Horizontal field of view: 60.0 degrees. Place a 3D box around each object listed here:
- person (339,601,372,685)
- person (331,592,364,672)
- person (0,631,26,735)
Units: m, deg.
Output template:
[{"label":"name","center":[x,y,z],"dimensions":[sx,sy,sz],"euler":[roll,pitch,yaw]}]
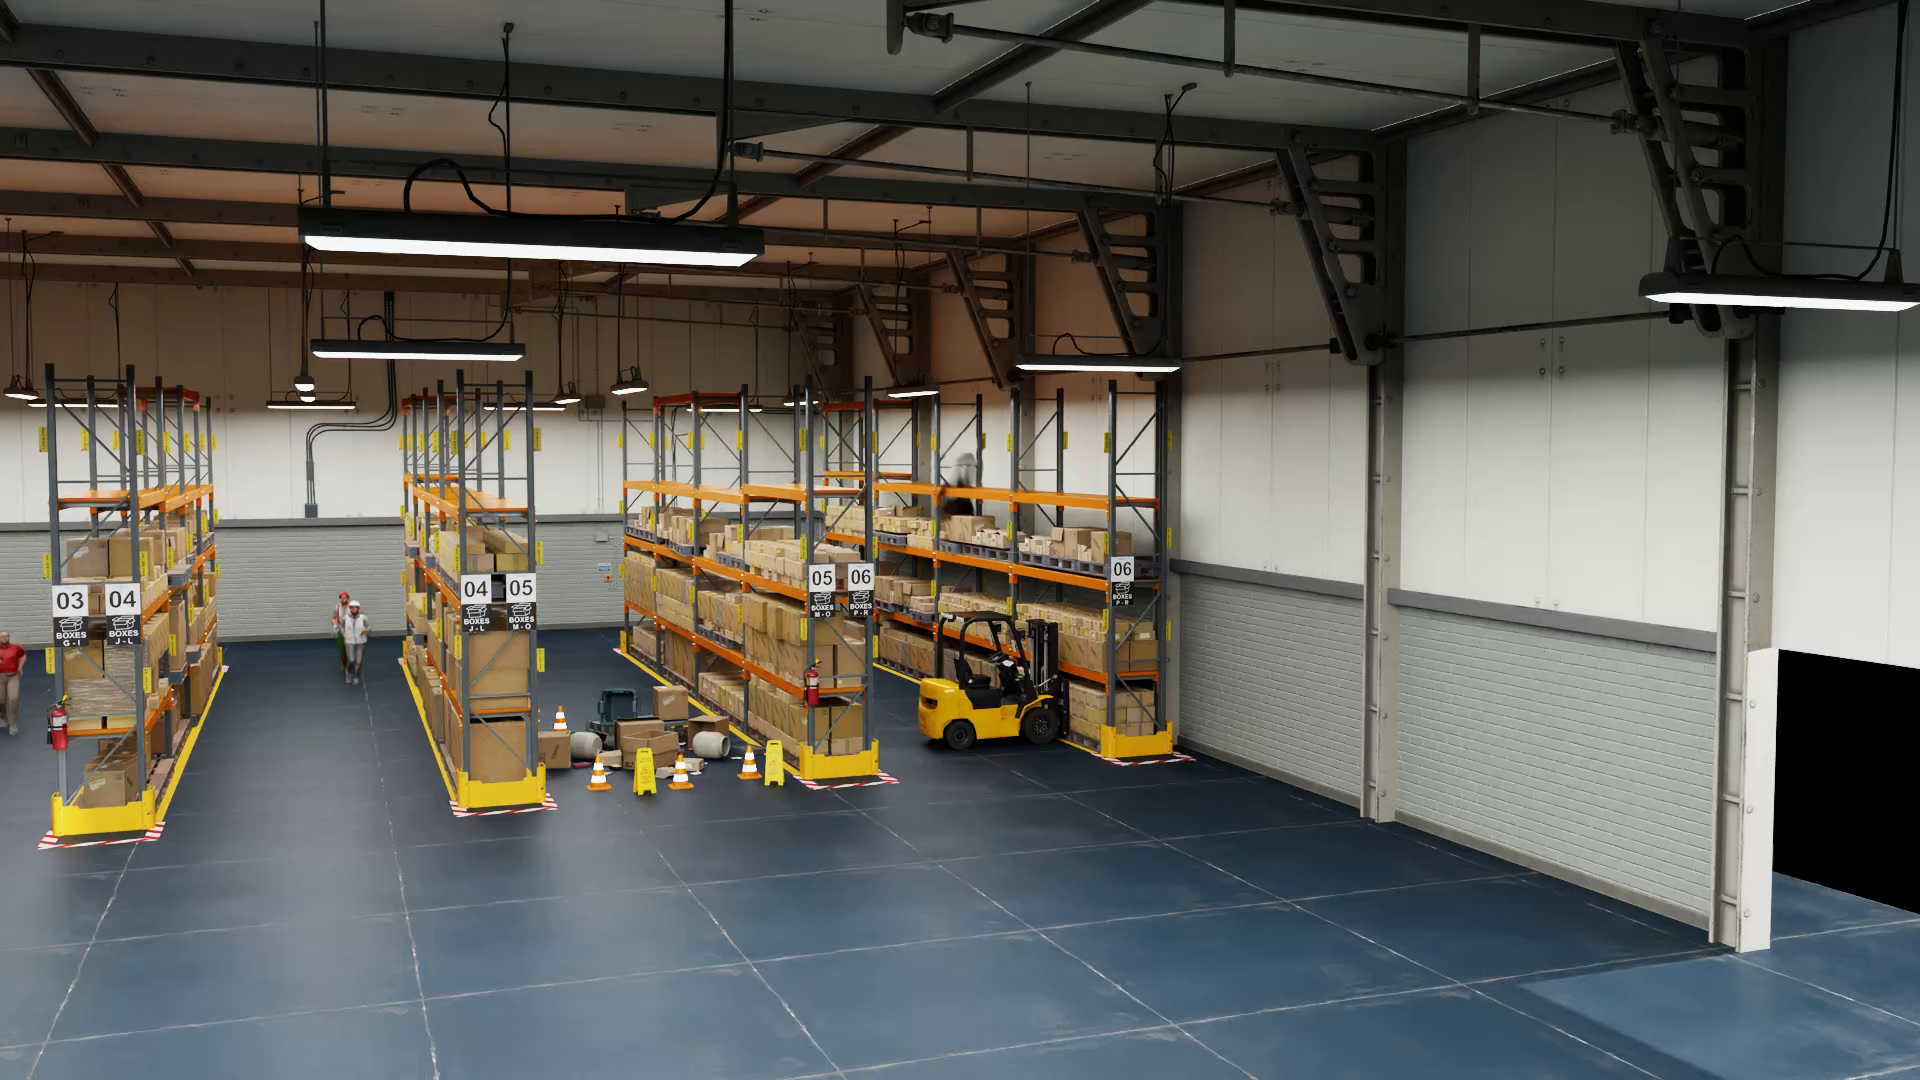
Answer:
[{"label":"person","center":[-12.447,2.121,34.261],"dimensions":[0.639,1.744,0.645],"euler":[-1,4,-20]},{"label":"person","center":[-13.463,2.005,36.532],"dimensions":[0.686,1.752,0.674],"euler":[-1,3,-10]},{"label":"person","center":[-16.492,2.439,28.742],"dimensions":[0.658,1.747,0.899],"euler":[-2,4,-32]}]
